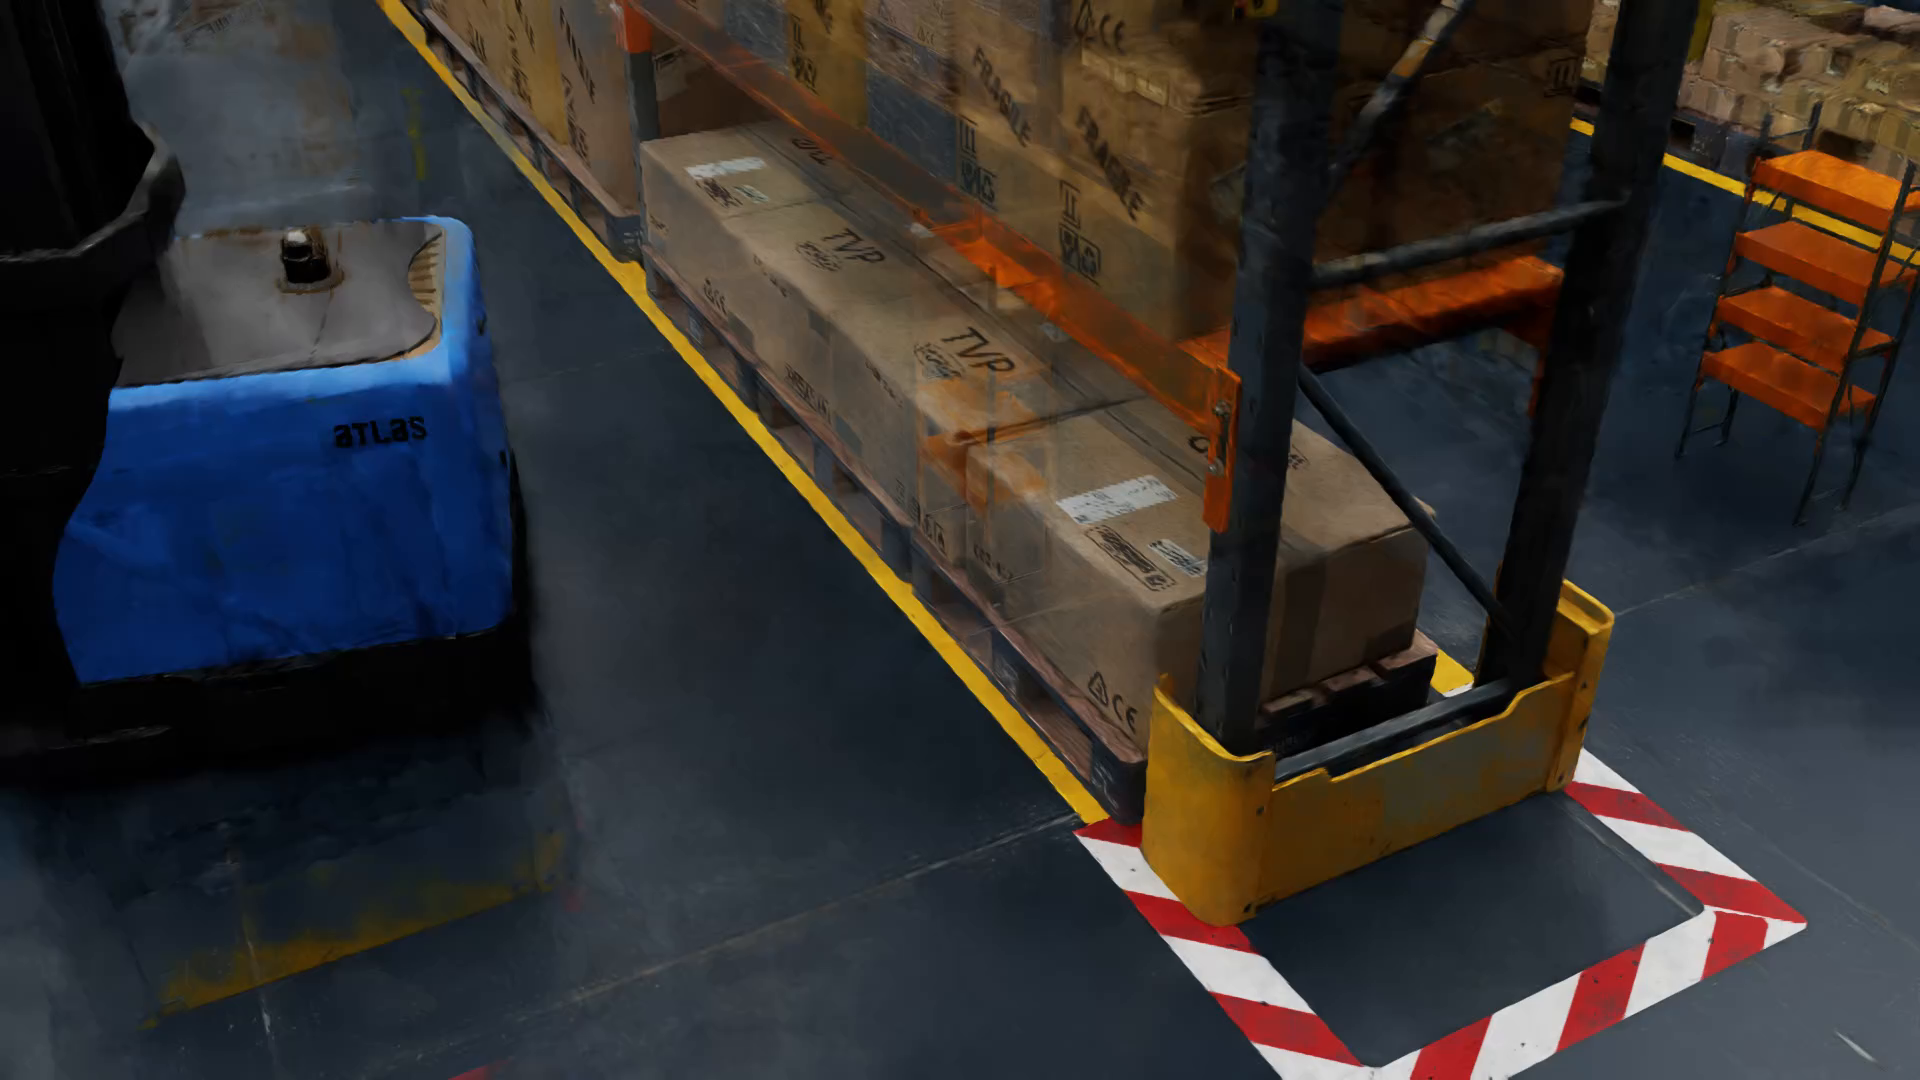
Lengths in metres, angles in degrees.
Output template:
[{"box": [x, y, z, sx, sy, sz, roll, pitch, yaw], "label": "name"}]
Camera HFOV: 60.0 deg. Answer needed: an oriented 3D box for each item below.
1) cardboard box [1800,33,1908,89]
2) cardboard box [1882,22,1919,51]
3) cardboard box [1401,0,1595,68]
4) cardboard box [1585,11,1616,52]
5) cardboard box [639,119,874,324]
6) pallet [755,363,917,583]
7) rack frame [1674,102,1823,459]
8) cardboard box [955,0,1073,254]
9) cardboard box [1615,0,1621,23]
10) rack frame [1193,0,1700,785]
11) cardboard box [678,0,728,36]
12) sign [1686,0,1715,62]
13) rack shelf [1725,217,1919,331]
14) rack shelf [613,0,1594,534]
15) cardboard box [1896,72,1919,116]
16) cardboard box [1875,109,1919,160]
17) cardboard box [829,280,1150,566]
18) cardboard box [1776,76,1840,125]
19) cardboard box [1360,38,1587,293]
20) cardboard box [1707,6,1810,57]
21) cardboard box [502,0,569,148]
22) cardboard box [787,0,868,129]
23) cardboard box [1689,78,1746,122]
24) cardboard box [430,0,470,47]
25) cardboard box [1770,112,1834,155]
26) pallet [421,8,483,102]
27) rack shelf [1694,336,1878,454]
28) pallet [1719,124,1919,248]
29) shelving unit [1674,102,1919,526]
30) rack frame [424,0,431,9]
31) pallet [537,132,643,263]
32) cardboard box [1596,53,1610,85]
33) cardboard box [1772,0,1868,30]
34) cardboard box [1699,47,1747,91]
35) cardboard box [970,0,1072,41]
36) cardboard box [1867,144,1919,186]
[{"box": [1.483, -1.908, 7.650, 0.380, 0.149, 0.250, -17, 37, -25], "label": "cardboard box"}, {"box": [1.950, -2.041, 7.858, 0.380, 0.149, 0.250, -17, 36, -25], "label": "cardboard box"}, {"box": [-1.558, -1.084, 3.642, 0.500, 0.500, 0.500, -17, 36, -24], "label": "cardboard box"}, {"box": [0.766, -2.371, 8.648, 0.380, 0.149, 0.250, -14, 35, -21], "label": "cardboard box"}, {"box": [-3.254, -1.001, 6.517, 0.875, 0.438, 0.875, -16, 36, -24], "label": "cardboard box"}, {"box": [-2.593, -0.090, 5.694, 1.003, 0.211, 1.213, -16, 36, -23], "label": "pallet"}, {"box": [-0.037, -0.543, 5.485, 0.240, 1.200, 0.015, -16, 36, -23], "label": "rack frame"}, {"box": [-2.266, -0.770, 4.078, 0.500, 0.500, 0.500, -17, 36, -24], "label": "cardboard box"}, {"box": [0.934, -2.387, 8.397, 0.380, 0.149, 0.250, -14, 35, -21], "label": "cardboard box"}, {"box": [-1.587, -0.321, 3.470, 1.000, 3.000, 0.127, -16, 36, -23], "label": "rack frame"}, {"box": [-3.233, -1.741, 5.594, 0.500, 0.500, 0.500, -16, 36, -23], "label": "cardboard box"}, {"box": [-1.093, -0.855, 3.428, 0.100, 0.325, 0.005, -16, 36, -23], "label": "sign"}, {"box": [0.077, -0.558, 5.219, 0.258, 0.148, 0.480, -16, 36, -23], "label": "rack shelf"}, {"box": [-2.519, -0.972, 5.154, 1.077, 0.370, 4.000, -16, 36, -23], "label": "rack shelf"}, {"box": [1.711, -1.663, 7.267, 0.380, 0.149, 0.250, -17, 36, -25], "label": "cardboard box"}, {"box": [1.647, -1.514, 7.310, 0.380, 0.149, 0.250, -14, 35, -21], "label": "cardboard box"}, {"box": [-2.417, -0.143, 5.178, 0.875, 0.438, 0.875, -15, 36, -22], "label": "cardboard box"}, {"box": [1.401, -1.762, 7.698, 0.380, 0.149, 0.250, -16, 36, -23], "label": "cardboard box"}, {"box": [-1.556, -0.664, 3.913, 0.500, 0.500, 0.500, -16, 36, -23], "label": "cardboard box"}, {"box": [1.237, -2.160, 8.042, 0.380, 0.149, 0.250, -17, 36, -24], "label": "cardboard box"}, {"box": [-4.240, -2.217, 8.009, 0.875, 0.875, 0.875, -15, 36, -22], "label": "cardboard box"}, {"box": [-2.767, -1.256, 4.837, 0.500, 0.500, 0.500, -15, 35, -22], "label": "cardboard box"}, {"box": [1.214, -1.903, 8.194, 0.380, 0.149, 0.250, -17, 36, -24], "label": "cardboard box"}, {"box": [-5.068, -3.070, 9.342, 0.875, 0.875, 0.875, -16, 36, -24], "label": "cardboard box"}, {"box": [1.407, -1.636, 7.776, 0.380, 0.149, 0.250, -17, 36, -24], "label": "cardboard box"}, {"box": [-5.016, -2.569, 9.564, 1.003, 0.211, 1.213, -16, 36, -23], "label": "pallet"}, {"box": [0.077, -0.202, 5.446, 0.258, 0.148, 0.480, -16, 36, -23], "label": "rack shelf"}, {"box": [1.798, -1.454, 7.824, 1.003, 0.211, 1.213, -16, 36, -23], "label": "pallet"}, {"box": [0.077, -0.426, 5.303, 0.258, 1.200, 0.503, -16, 36, -23], "label": "shelving unit"}, {"box": [-5.317, -4.138, 9.429, 1.000, 3.000, 0.127, -16, 36, -23], "label": "rack frame"}, {"box": [-3.878, -1.405, 7.747, 1.003, 0.211, 1.213, -16, 36, -23], "label": "pallet"}, {"box": [0.890, -2.118, 8.528, 0.380, 0.149, 0.250, -15, 35, -22], "label": "cardboard box"}, {"box": [1.605, -2.273, 8.219, 0.380, 0.149, 0.250, -15, 35, -22], "label": "cardboard box"}, {"box": [1.232, -2.036, 8.125, 0.380, 0.149, 0.250, -18, 37, -25], "label": "cardboard box"}, {"box": [-2.292, -1.196, 3.816, 0.500, 0.500, 0.500, -16, 36, -23], "label": "cardboard box"}, {"box": [1.648, -1.390, 7.392, 0.380, 0.149, 0.250, -15, 36, -22], "label": "cardboard box"}]
